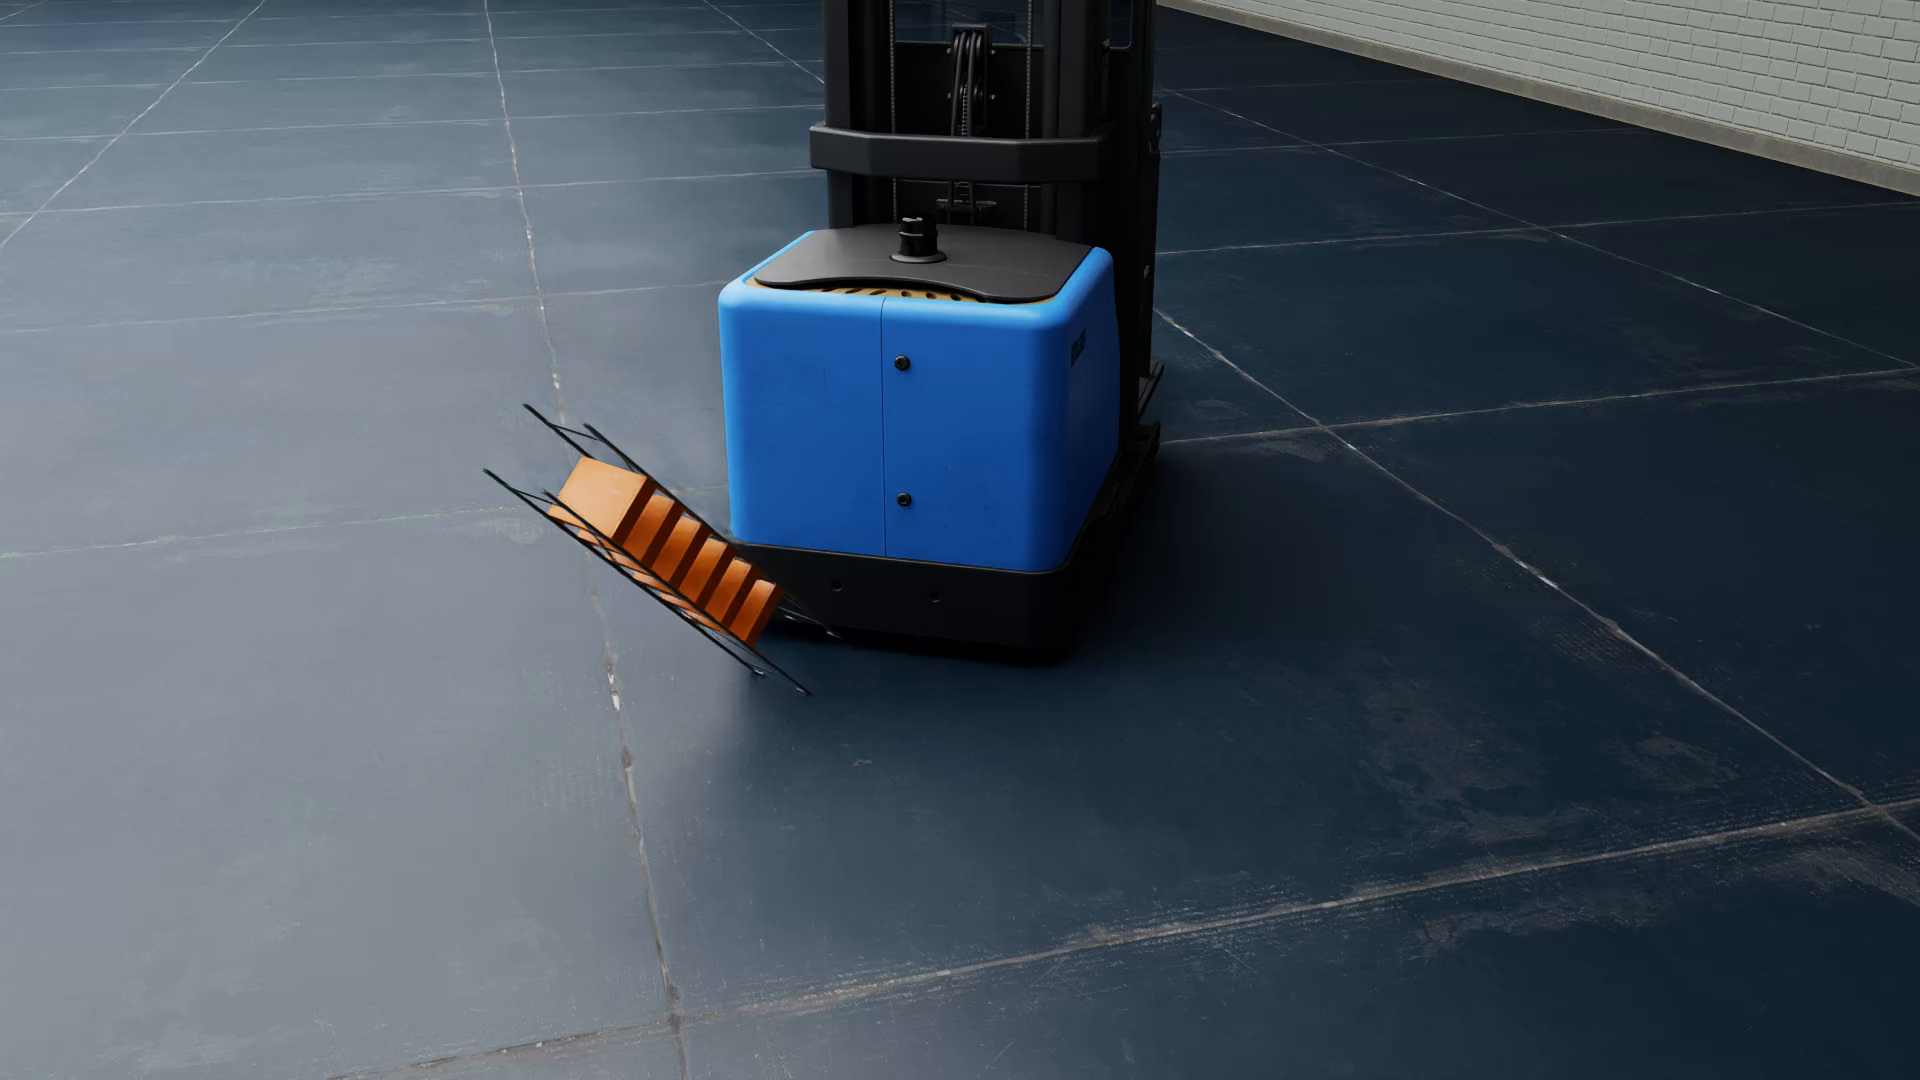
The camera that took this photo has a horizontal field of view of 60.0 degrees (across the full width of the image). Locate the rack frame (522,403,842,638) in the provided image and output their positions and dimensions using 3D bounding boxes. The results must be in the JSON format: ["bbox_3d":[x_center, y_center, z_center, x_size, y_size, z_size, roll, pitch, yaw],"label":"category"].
[{"bbox_3d":[-0.691,-0.022,4.365,0.240,1.200,0.006,18,72,35],"label":"rack frame"}]

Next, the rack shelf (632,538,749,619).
[{"bbox_3d":[-0.714,0.076,4.377,0.258,0.103,0.180,18,72,35],"label":"rack shelf"}]

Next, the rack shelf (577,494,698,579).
[{"bbox_3d":[-0.817,-0.033,4.190,0.258,0.103,0.180,18,72,35],"label":"rack shelf"}]

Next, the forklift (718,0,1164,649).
[{"bbox_3d":[0.153,-1.585,5.727,1.130,2.935,3.031,6,24,13],"label":"forklift"}]

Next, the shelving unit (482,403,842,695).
[{"bbox_3d":[-0.733,0.056,4.342,0.258,1.200,0.189,18,72,35],"label":"shelving unit"}]

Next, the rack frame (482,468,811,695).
[{"bbox_3d":[-0.774,0.135,4.319,0.240,1.200,0.006,18,72,35],"label":"rack frame"}]

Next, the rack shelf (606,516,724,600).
[{"bbox_3d":[-0.765,0.022,4.283,0.258,0.103,0.180,18,72,35],"label":"rack shelf"}]

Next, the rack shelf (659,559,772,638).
[{"bbox_3d":[-0.662,0.131,4.470,0.258,0.103,0.180,18,72,35],"label":"rack shelf"}]

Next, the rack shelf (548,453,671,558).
[{"bbox_3d":[-0.869,-0.087,4.096,0.258,0.103,0.180,18,72,35],"label":"rack shelf"}]

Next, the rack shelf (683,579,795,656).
[{"bbox_3d":[-0.610,0.185,4.564,0.258,0.103,0.180,18,72,35],"label":"rack shelf"}]
